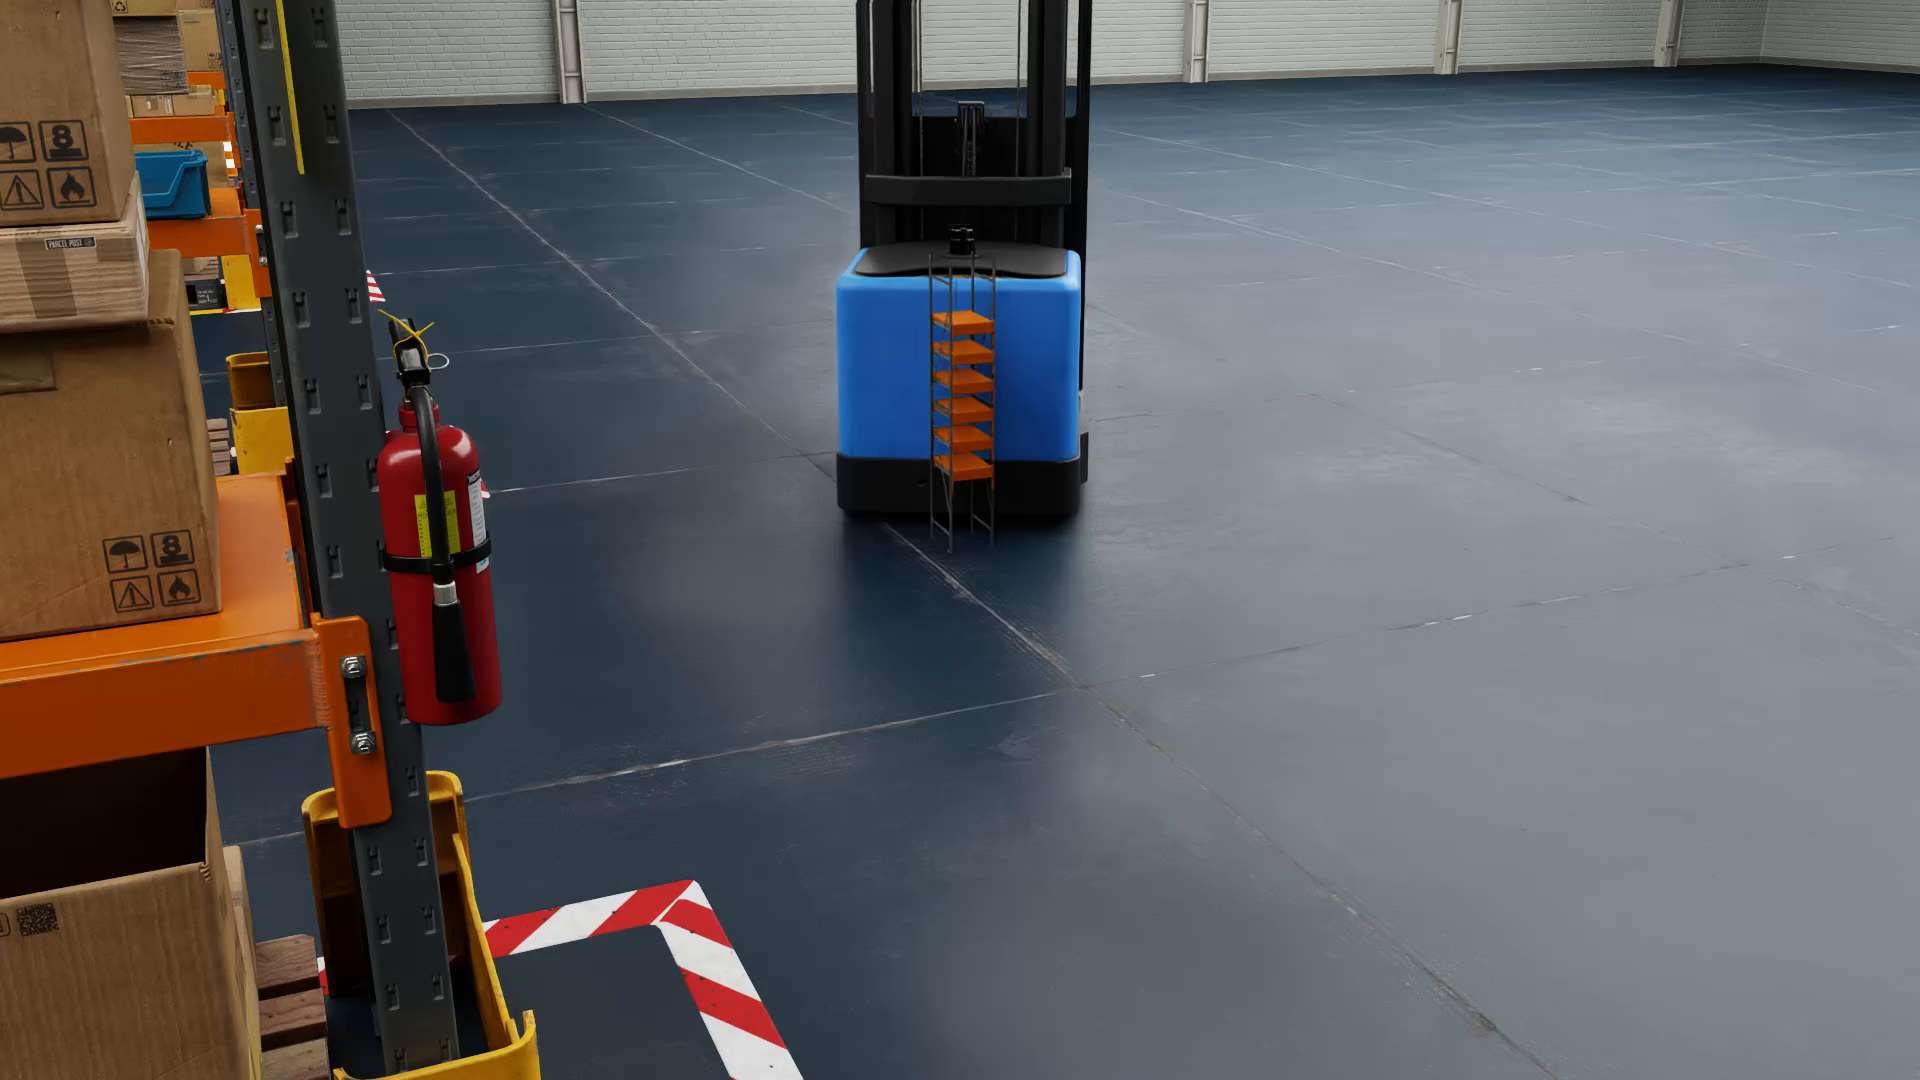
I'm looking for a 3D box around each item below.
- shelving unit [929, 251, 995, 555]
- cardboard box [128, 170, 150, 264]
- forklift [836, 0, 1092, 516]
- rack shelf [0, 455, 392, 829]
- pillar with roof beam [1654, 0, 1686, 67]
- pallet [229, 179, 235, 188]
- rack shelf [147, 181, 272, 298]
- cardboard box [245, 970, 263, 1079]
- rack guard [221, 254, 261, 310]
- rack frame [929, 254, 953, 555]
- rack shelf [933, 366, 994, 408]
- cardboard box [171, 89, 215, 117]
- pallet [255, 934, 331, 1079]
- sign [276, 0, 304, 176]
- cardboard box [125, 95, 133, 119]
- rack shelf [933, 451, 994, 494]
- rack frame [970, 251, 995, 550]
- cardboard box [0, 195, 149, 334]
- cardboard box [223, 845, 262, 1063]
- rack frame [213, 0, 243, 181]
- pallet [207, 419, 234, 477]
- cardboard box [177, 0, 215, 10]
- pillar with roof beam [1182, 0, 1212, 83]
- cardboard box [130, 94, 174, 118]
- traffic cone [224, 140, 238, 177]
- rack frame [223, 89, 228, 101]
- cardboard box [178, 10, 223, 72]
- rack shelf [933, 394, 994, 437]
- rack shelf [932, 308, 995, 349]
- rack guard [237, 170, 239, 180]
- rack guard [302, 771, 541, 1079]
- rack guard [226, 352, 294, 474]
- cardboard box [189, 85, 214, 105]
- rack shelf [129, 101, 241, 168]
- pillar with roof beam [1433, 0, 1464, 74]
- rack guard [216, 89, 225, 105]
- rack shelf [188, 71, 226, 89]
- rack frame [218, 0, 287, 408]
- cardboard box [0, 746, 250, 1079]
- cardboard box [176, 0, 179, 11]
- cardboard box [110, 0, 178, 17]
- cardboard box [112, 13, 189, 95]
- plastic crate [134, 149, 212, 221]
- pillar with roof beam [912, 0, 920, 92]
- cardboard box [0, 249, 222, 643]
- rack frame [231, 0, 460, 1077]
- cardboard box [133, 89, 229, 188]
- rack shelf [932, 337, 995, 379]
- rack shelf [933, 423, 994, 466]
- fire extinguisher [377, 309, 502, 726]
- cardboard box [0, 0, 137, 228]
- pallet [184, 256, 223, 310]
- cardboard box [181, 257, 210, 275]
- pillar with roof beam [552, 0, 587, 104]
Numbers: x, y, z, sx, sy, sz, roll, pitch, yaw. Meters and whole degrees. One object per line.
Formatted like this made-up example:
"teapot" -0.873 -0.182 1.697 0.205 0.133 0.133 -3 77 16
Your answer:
"shelving unit" 0.007 -0.552 6.783 0.189 1.200 0.258 -8 21 -21
"cardboard box" -1.604 -0.564 2.981 0.250 0.149 0.380 -8 21 -22
"forklift" 0.080 -1.929 8.087 1.130 2.935 3.031 1 19 3
"rack shelf" -2.995 0.405 2.438 4.000 0.370 1.077 -8 21 -22
"pillar with roof beam" 17.281 -13.401 31.531 0.400 9.000 9.100 -8 21 -22
"pallet" -7.654 -3.300 16.077 1.213 0.211 1.003 -8 21 -22
"rack shelf" -4.953 -1.106 6.729 4.000 0.370 1.077 -8 21 -22
"cardboard box" -1.534 1.062 2.996 0.500 0.250 0.500 -8 21 -22
"rack guard" -5.149 -2.030 12.033 0.348 0.500 1.175 -8 21 -22
"rack frame" -0.078 -0.541 6.751 0.006 1.200 0.240 -8 21 -21
"rack shelf" 0.007 -0.623 6.758 0.180 0.103 0.258 -8 21 -21
"cardboard box" -5.259 -3.000 11.403 0.250 0.149 0.380 -8 21 -22
"pallet" -1.844 1.231 3.207 1.213 0.211 1.003 -8 21 -22
"sign" -0.956 -0.688 2.359 0.005 0.325 0.100 -8 21 -22
"cardboard box" -5.698 -2.918 11.172 0.250 0.149 0.380 -8 21 -22
"rack shelf" 0.007 -0.284 6.878 0.180 0.103 0.258 -8 21 -21
"rack frame" 0.092 -0.563 6.815 0.006 1.200 0.240 -8 21 -21
"cardboard box" -1.434 -0.442 2.633 0.250 0.149 0.380 -9 21 -23
"cardboard box" -1.739 0.904 3.445 0.500 0.250 0.500 -8 21 -22
"rack frame" -5.079 -3.219 11.647 0.127 3.000 1.000 -8 21 -22
"pallet" -3.916 -0.263 7.452 1.213 0.211 1.003 -8 21 -22
"cardboard box" -7.307 -5.288 15.671 0.550 0.550 0.875 -8 21 -22
"pillar with roof beam" 6.263 -11.822 27.048 0.400 9.000 9.100 -8 21 -22
"cardboard box" -5.489 -2.967 11.310 0.250 0.149 0.380 -8 21 -22
"traffic cone" -8.136 -4.300 18.539 0.334 0.463 0.336 -8 21 -22
"rack frame" -9.004 -6.241 20.230 0.127 3.000 1.000 -8 21 -22
"cardboard box" -7.273 -4.753 15.777 0.550 0.550 0.875 -8 21 -22
"rack shelf" 0.007 -0.510 6.798 0.180 0.103 0.258 -8 21 -21
"rack shelf" 0.007 -0.850 6.679 0.180 0.103 0.258 -8 21 -21
"rack guard" -6.929 -3.569 16.404 0.348 0.500 1.175 -8 21 -22
"rack guard" -1.136 0.979 3.490 0.348 0.500 1.175 -8 21 -22
"rack guard" -3.168 -0.505 7.703 0.348 0.500 1.175 -8 21 -22
"cardboard box" -5.435 -3.135 11.788 0.250 0.149 0.380 -8 21 -22
"rack shelf" -6.915 -2.616 11.019 4.000 0.370 1.077 -8 21 -22
"pillar with roof beam" 11.772 -12.611 29.290 0.400 9.000 9.100 -8 21 -22
"rack guard" -10.952 -6.578 24.951 0.348 0.500 1.175 -8 21 -22
"rack shelf" -8.787 -4.142 15.352 4.000 0.370 1.077 -8 21 -22
"rack frame" -3.117 -1.708 7.357 0.127 3.000 1.000 -8 21 -22
"cardboard box" -1.533 0.709 2.870 0.500 0.500 0.500 -8 21 -22
"cardboard box" -5.692 -3.888 11.445 0.500 0.500 0.500 -8 21 -22
"cardboard box" -5.486 -3.730 10.995 0.500 0.500 0.500 -8 21 -22
"cardboard box" -5.595 -3.342 11.399 0.500 0.500 0.875 -8 21 -22
"plastic crate" -3.458 -1.481 6.936 0.616 0.251 0.499 -8 21 -22
"pillar with roof beam" 0.754 -11.033 24.806 0.400 9.000 9.100 -8 21 -22
"cardboard box" -1.592 -0.187 2.886 0.500 0.500 0.700 -8 21 -22
"rack frame" -1.158 -0.197 3.066 0.127 3.000 1.000 -8 21 -22
"cardboard box" -7.547 -3.831 15.953 0.875 0.875 0.875 -8 21 -22
"rack shelf" 0.007 -0.737 6.718 0.180 0.103 0.258 -8 21 -21
"rack shelf" 0.007 -0.397 6.838 0.180 0.103 0.258 -8 21 -21
"fire extinguisher" -0.866 -0.035 2.720 0.183 0.674 0.296 -8 21 -22
"cardboard box" -1.641 -0.792 2.650 0.500 0.500 0.700 -8 21 -22
"pallet" -5.909 -1.797 11.809 1.213 0.211 1.003 -8 21 -22
"cardboard box" -5.659 -2.161 11.773 0.500 0.500 0.500 -4 20 -12
"pillar with roof beam" -4.756 -10.243 22.565 0.400 9.000 9.100 -8 21 -22
